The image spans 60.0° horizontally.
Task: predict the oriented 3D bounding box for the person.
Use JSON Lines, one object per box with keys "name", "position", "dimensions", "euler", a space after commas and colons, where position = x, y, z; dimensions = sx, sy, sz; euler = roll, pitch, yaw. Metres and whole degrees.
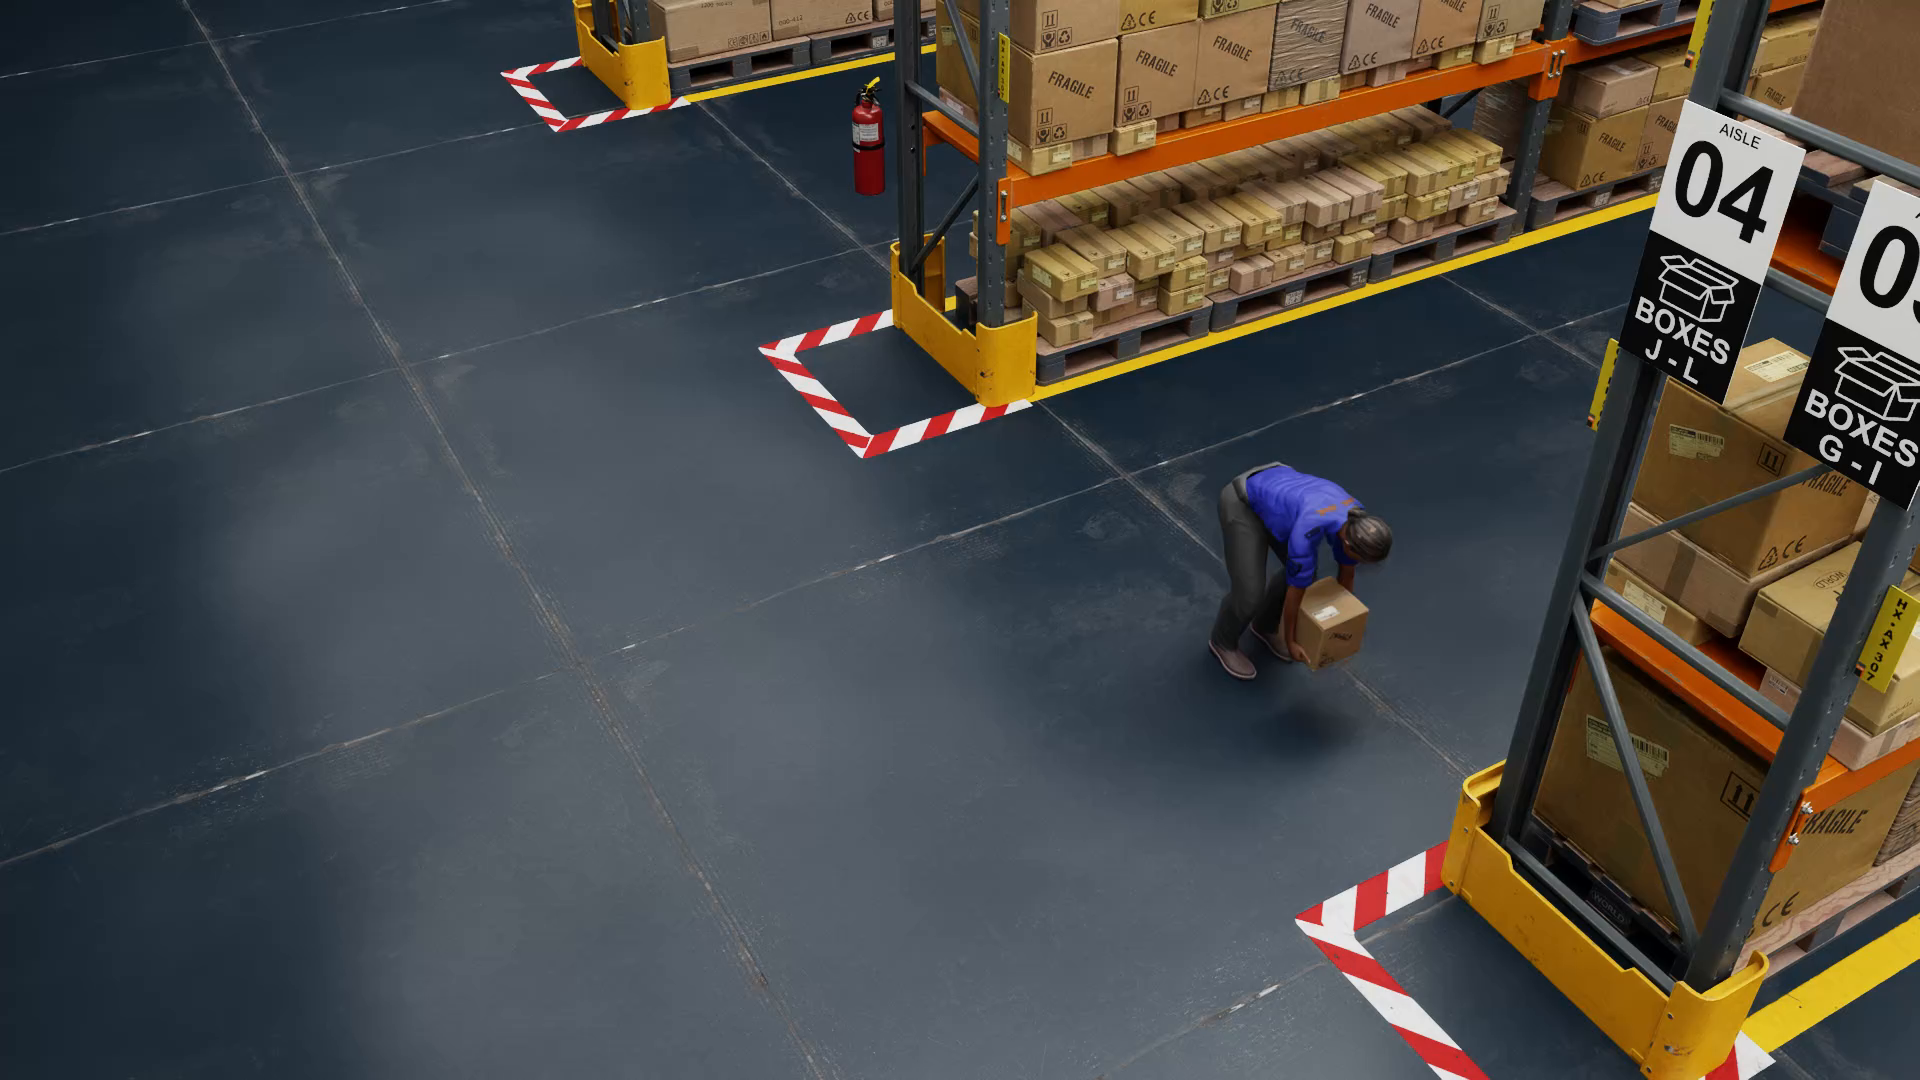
{"name": "person", "position": [1.453, 0.187, 7.142], "dimensions": [0.422, 1.112, 0.867], "euler": [-21, 42, -25]}
